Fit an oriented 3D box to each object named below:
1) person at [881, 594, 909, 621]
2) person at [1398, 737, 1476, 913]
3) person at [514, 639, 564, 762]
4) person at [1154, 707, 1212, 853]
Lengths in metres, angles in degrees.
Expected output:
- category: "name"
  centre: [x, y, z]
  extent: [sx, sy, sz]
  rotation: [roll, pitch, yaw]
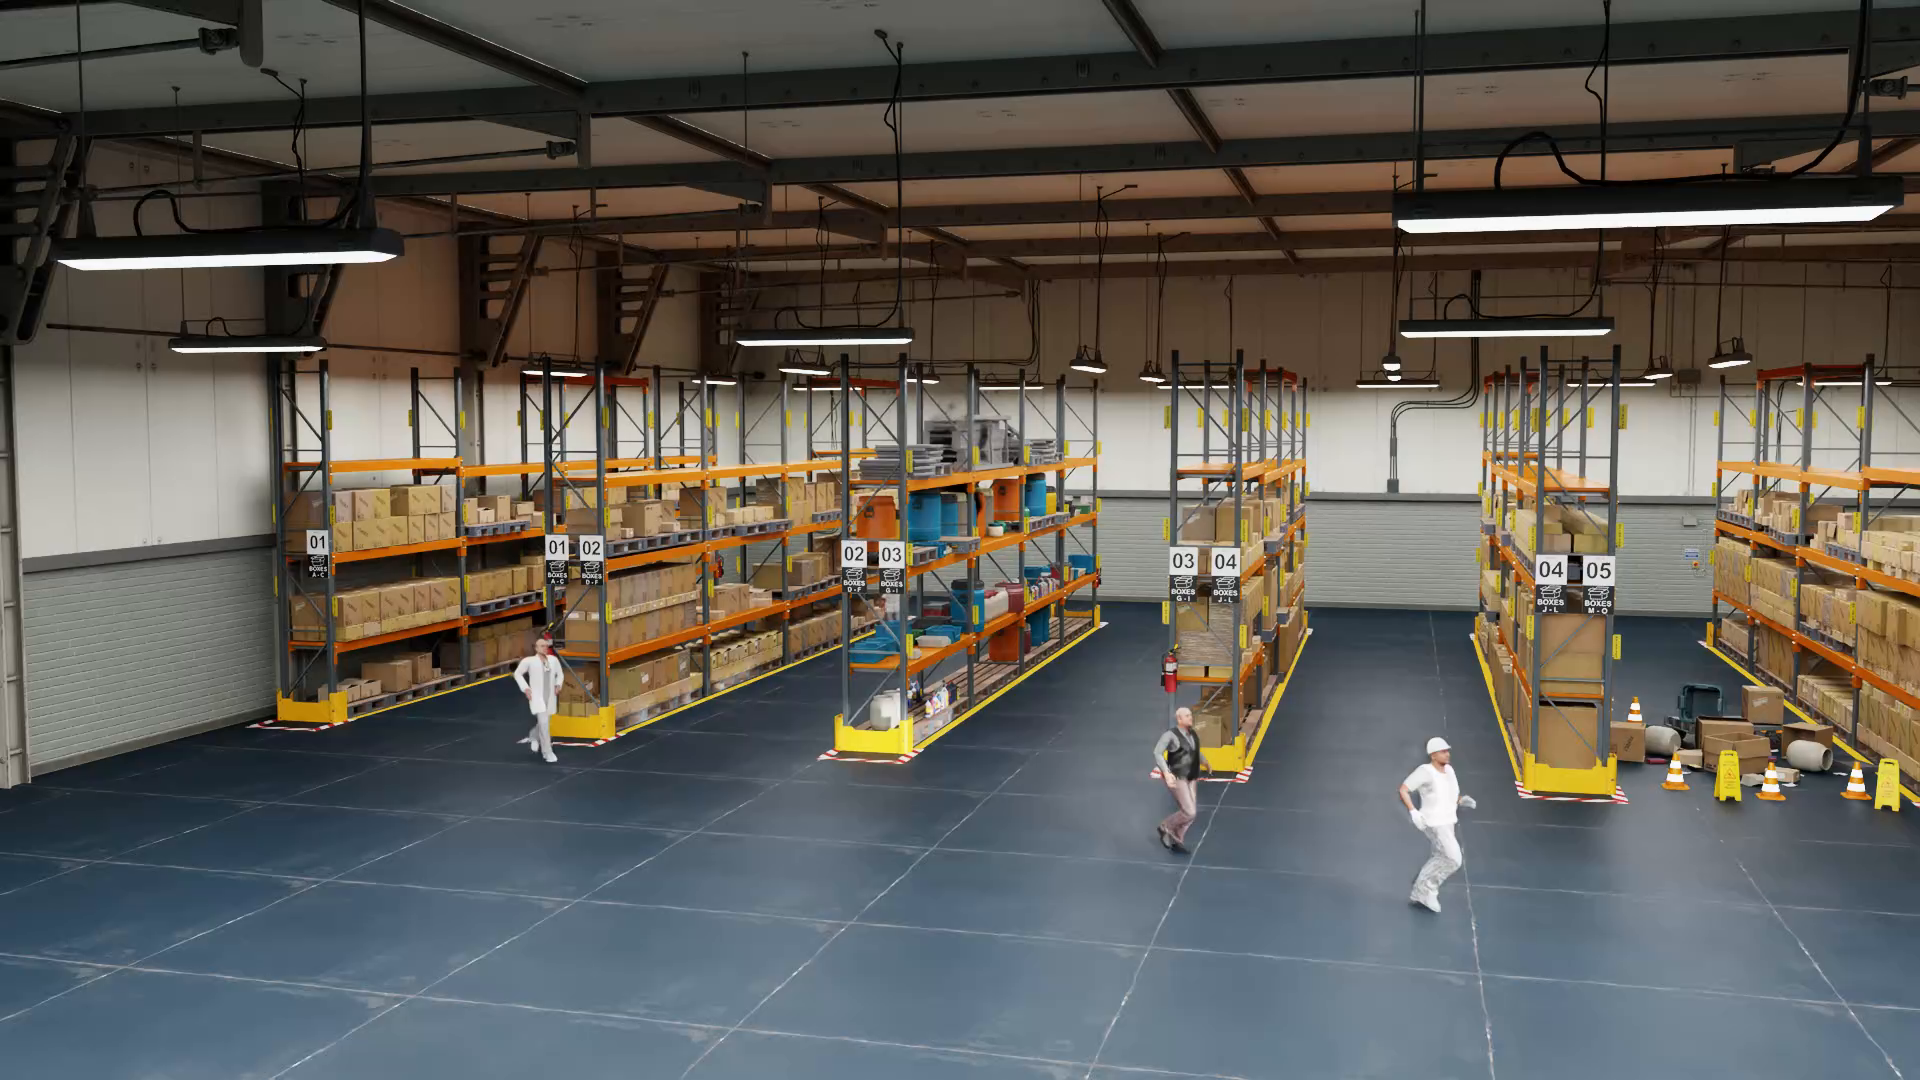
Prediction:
- category: "person"
  centre: [-1.336, 1.453, 33.978]
  extent: [0.575, 1.659, 0.589]
  rotation: [0, 4, -1]
- category: "person"
  centre: [4.895, 2.896, 16.913]
  extent: [0.683, 1.764, 0.662]
  rotation: [4, 6, 42]
- category: "person"
  centre: [-6.197, 2.345, 24.630]
  extent: [0.718, 1.770, 0.969]
  rotation: [-4, 5, -40]
- category: "person"
  centre: [2.604, 2.777, 19.243]
  extent: [0.571, 1.689, 0.672]
  rotation: [4, 6, 45]
